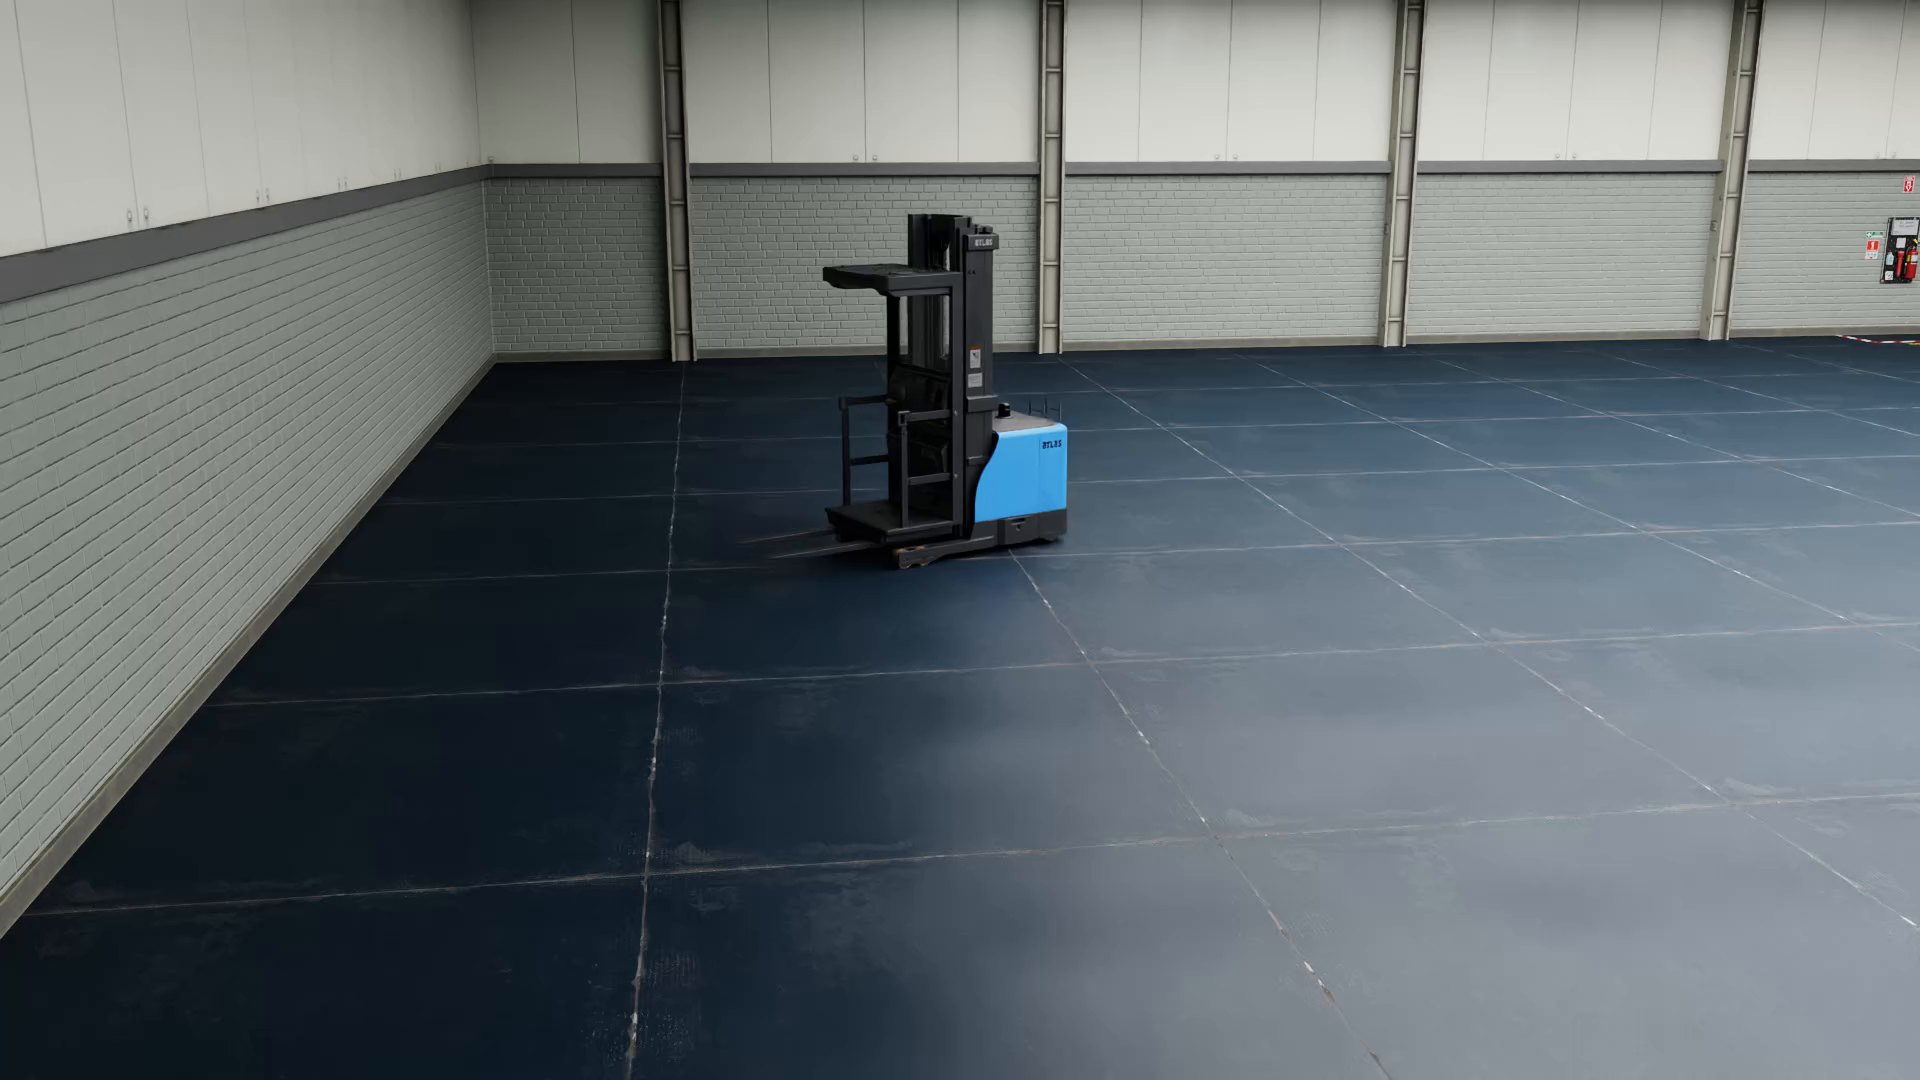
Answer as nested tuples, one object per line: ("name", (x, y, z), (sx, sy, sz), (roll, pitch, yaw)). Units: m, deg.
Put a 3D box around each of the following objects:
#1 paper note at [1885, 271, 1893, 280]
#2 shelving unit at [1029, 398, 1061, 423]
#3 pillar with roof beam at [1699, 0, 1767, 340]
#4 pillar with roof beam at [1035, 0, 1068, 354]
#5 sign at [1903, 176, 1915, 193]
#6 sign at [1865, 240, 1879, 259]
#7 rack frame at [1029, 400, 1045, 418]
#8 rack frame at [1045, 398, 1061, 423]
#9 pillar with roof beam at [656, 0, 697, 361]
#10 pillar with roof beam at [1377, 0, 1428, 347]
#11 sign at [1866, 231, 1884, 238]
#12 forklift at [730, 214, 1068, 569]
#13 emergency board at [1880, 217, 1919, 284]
("paper note", (16.645, -4.738, 29.787), (0.142, 0.148, 0.016), (-2, 14, -8))
("shelving unit", (0.785, -0.712, 15.618), (0.189, 1.200, 0.258), (-8, 16, -32))
("pillar with roof beam", (13.988, -6.892, 24.234), (0.400, 9.000, 9.100), (-2, 14, -8))
("pillar with roof beam", (2.122, -6.458, 22.500), (0.400, 9.000, 9.100), (-2, 14, -8))
("sign", (16.808, -6.303, 29.452), (0.199, 0.298, 0.001), (-2, 14, -8))
("sign", (16.268, -5.177, 29.654), (0.234, 0.329, 0.001), (-2, 14, -8))
("rack frame", (0.709, -0.700, 15.569), (0.006, 1.200, 0.240), (-8, 16, -32))
("rack frame", (0.862, -0.723, 15.666), (0.006, 1.200, 0.240), (-8, 16, -32))
("pillar with roof beam", (-3.811, -6.240, 21.633), (0.400, 9.000, 9.100), (-2, 14, -8))
("pillar with roof beam", (8.055, -6.675, 23.367), (0.400, 9.000, 9.100), (-2, 14, -8))
("sign", (16.274, -5.432, 29.582), (0.331, 0.109, 0.001), (-2, 14, -8))
("forklift", (-0.529, -1.320, 14.489), (3.031, 2.935, 1.130), (-9, 17, -32))
("emergency board", (16.831, -5.155, 29.639), (0.643, 1.169, 0.194), (-2, 14, -8))
